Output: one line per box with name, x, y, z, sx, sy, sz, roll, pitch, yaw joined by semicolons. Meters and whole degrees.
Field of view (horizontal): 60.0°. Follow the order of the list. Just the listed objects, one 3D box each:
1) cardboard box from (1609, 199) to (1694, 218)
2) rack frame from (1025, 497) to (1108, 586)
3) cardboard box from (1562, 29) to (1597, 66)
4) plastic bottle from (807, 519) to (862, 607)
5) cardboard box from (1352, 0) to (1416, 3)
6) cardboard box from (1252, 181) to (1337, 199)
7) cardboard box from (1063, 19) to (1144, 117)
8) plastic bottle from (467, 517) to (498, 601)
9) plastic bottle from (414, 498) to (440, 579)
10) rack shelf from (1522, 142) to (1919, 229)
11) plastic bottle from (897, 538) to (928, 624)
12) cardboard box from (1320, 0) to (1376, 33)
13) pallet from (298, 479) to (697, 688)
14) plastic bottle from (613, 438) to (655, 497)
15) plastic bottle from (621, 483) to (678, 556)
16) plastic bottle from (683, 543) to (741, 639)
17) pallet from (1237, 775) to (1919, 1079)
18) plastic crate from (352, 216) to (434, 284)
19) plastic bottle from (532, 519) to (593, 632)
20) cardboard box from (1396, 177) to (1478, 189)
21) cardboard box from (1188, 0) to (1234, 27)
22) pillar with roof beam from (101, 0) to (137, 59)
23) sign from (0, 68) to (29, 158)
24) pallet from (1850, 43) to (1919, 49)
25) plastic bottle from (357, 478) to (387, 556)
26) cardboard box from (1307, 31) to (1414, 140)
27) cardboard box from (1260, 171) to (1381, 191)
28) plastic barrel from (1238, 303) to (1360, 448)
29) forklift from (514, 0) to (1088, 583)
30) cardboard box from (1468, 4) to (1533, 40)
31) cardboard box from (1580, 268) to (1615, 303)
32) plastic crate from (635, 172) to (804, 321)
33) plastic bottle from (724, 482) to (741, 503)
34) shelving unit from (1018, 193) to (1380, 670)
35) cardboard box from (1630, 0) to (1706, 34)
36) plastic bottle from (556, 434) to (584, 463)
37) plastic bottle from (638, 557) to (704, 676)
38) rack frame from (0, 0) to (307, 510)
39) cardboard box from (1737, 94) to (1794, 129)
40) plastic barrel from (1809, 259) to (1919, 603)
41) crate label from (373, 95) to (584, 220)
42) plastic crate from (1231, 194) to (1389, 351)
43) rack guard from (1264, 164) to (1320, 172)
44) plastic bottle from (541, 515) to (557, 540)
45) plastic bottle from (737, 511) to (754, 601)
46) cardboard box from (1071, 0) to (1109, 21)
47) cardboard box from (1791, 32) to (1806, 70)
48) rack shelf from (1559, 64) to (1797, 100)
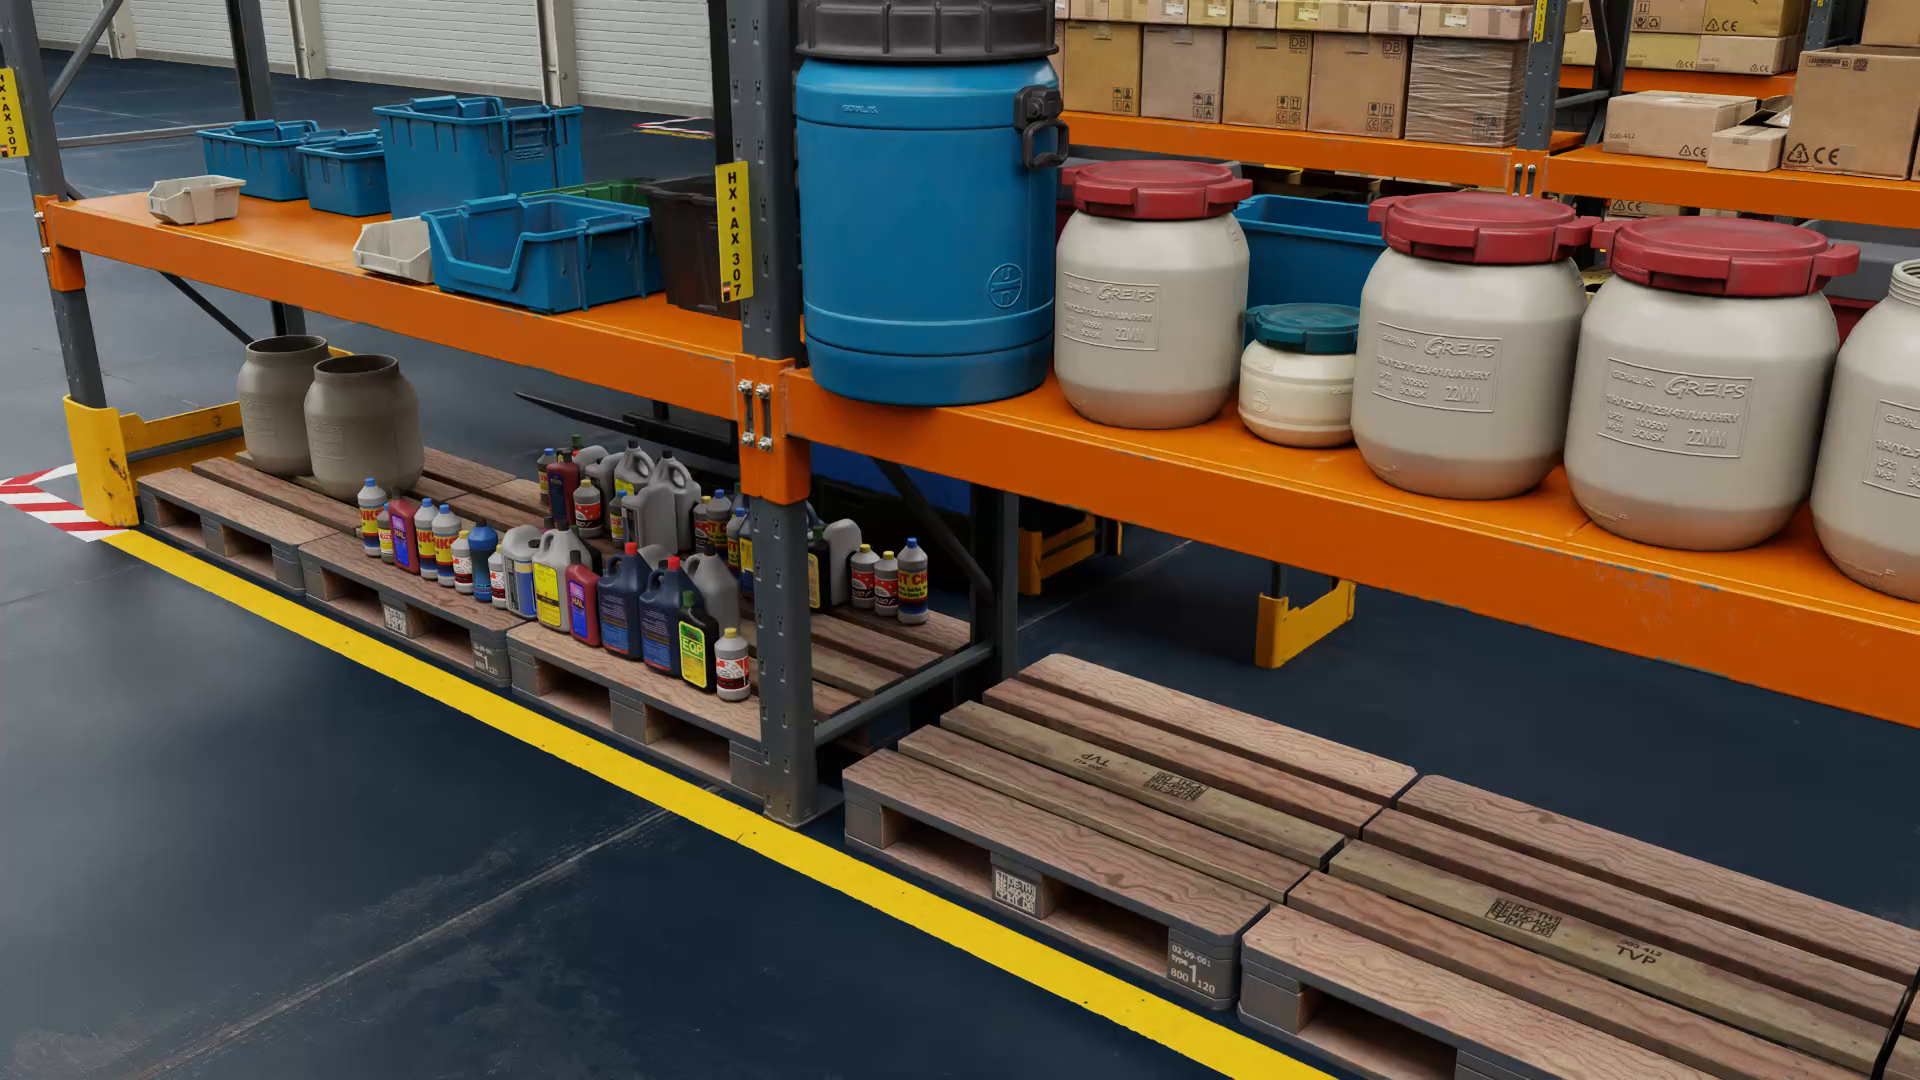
cardboard box;5.253;-2.720;12.548;0.500;0.500;0.500;14;25;32
rack frame;0.408;-0.584;6.092;0.032;1.500;0.500;16;26;36
cardboard box;4.743;-3.646;12.270;0.500;0.250;0.500;16;26;36
plastic bottle;-0.420;0.059;5.499;0.135;0.276;0.152;17;27;38
cardboard box;2.213;-2.971;8.316;0.500;0.500;0.700;16;26;36
cardboard box;1.685;-1.637;8.998;0.500;0.500;0.500;16;26;36
cardboard box;0.998;-2.711;9.465;0.500;0.500;0.700;16;26;37
plastic bottle;-1.574;0.058;5.508;0.097;0.271;0.097;0;21;0
plastic bottle;-1.808;-0.010;5.687;0.097;0.271;0.097;0;21;0
rack shelf;4.502;-1.325;6.950;4.000;0.370;1.077;16;26;36
plastic bottle;-0.152;0.125;5.328;0.097;0.271;0.097;0;21;0
cardboard box;2.008;-2.632;8.335;0.250;0.149;0.380;16;26;36
pallet;-1.626;0.117;6.059;1.213;0.211;1.003;16;26;36
plastic bottle;-1.165;-0.193;6.059;0.185;0.351;0.144;17;27;38
plastic bottle;-1.095;-0.070;5.840;0.135;0.276;0.152;16;26;36
plastic bottle;-0.772;0.175;5.084;0.185;0.351;0.144;16;26;36
pallet;1.400;0.987;3.752;1.213;0.211;1.003;16;26;36
plastic crate;-1.600;-0.924;5.241;0.437;0.136;0.530;16;26;36
plastic bottle;-1.262;0.099;5.284;0.185;0.351;0.144;16;26;36
cardboard box;3.904;-2.997;13.551;0.500;0.311;0.500;19;28;41
cardboard box;1.416;-2.802;8.787;0.250;0.149;0.380;17;27;38
pillar with roof beam;-17.243;-11.420;24.199;0.400;9.000;9.100;16;26;36
sign;-3.632;-1.627;6.339;0.005;0.325;0.100;16;26;36
pallet;6.582;-3.163;11.076;1.213;0.211;1.003;16;26;36
plastic bottle;-2.074;-0.086;5.890;0.097;0.271;0.097;0;21;0
cardboard box;2.192;-2.368;8.554;0.500;0.500;0.700;16;26;36
cardboard box;2.017;-1.781;9.378;0.500;0.500;0.500;16;26;36
plastic barrel;0.746;-0.353;3.548;0.301;0.262;0.301;0;21;0
forklift;-0.738;-1.620;6.811;3.031;2.935;1.130;16;26;36
cardboard box;2.607;-2.460;7.880;0.250;0.149;0.380;16;26;36
cardboard box;3.115;-1.120;7.893;0.500;0.311;0.500;16;26;36
plastic crate;-0.507;-0.877;4.831;0.504;0.338;0.767;16;26;36
plastic bottle;-0.793;-0.073;5.837;0.133;0.283;0.061;18;27;39
shelving unit;0.809;-0.469;5.786;1.083;1.500;0.587;16;26;36
cardboard box;5.130;-3.883;11.837;0.500;0.500;0.500;16;26;36
plastic bottle;-1.479;-0.271;6.361;0.133;0.283;0.061;17;26;38
plastic bottle;-0.863;0.214;4.980;0.185;0.351;0.144;15;25;35
rack frame;-3.281;-1.647;6.784;0.127;3.000;1.000;16;26;36
cardboard box;3.750;-1.899;7.643;0.258;0.266;0.396;15;26;35
plastic barrel;1.658;-0.180;2.735;0.421;0.512;0.421;0;21;0
crate label;-1.684;-1.327;5.885;0.616;0.435;0.502;16;26;36
plastic crate;0.869;-0.586;3.994;0.575;0.384;0.392;16;26;36
rack guard;3.042;-3.169;14.362;0.348;0.500;1.175;16;26;36
plastic bottle;-1.319;0.064;5.473;0.133;0.283;0.061;16;26;36
plastic bottle;-0.636;0.025;5.481;0.185;0.351;0.144;16;26;36
cardboard box;0.822;-2.974;9.243;0.250;0.149;0.380;15;25;35
cardboard box;5.853;-3.565;12.056;0.500;0.250;0.500;16;26;37
rack shelf;4.532;-3.572;12.910;4.000;0.370;1.077;16;26;36
